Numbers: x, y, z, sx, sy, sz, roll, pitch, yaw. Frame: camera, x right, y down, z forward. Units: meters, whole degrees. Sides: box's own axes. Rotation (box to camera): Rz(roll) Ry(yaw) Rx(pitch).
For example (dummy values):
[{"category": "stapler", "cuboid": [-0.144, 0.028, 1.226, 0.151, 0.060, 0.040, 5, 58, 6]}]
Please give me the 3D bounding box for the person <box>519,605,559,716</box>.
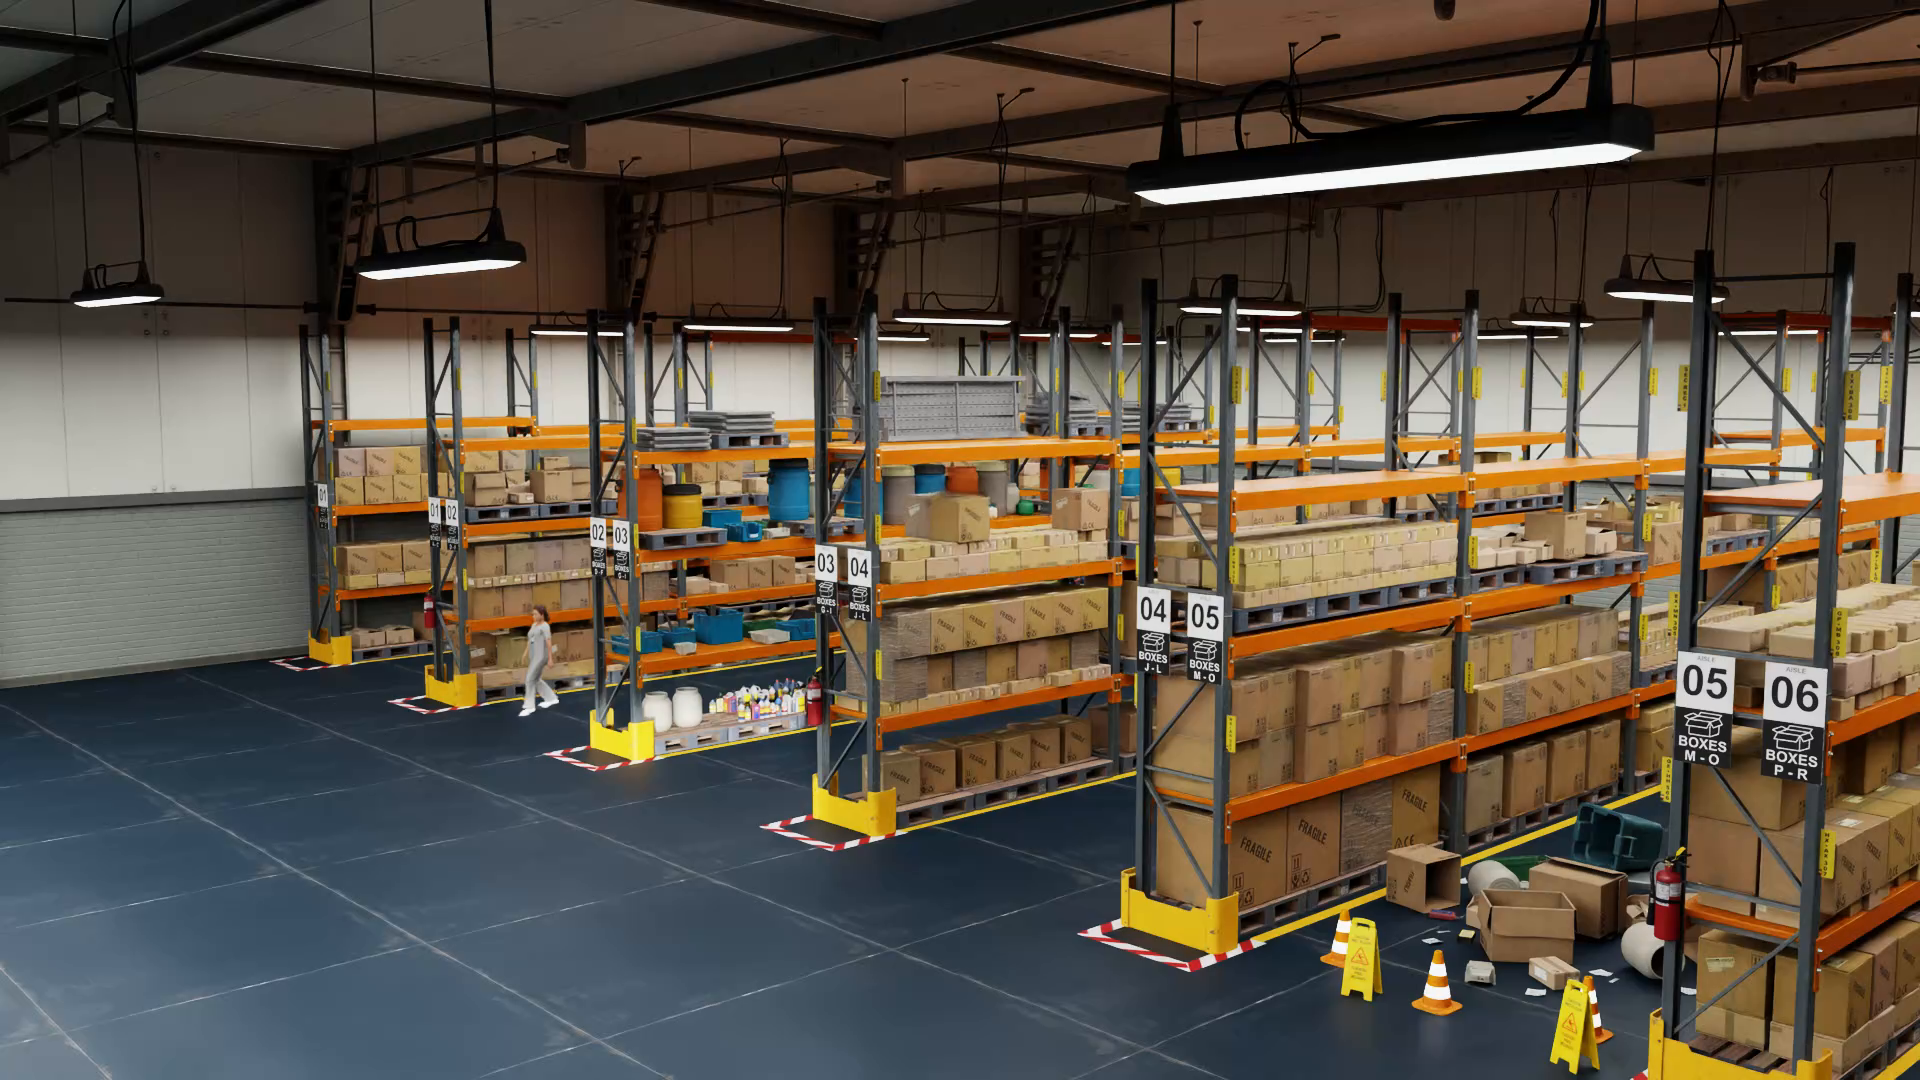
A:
[{"category": "person", "cuboid": [-6.402, 1.814, 25.252, 0.707, 1.683, 0.515, -5, 8, -43]}]
